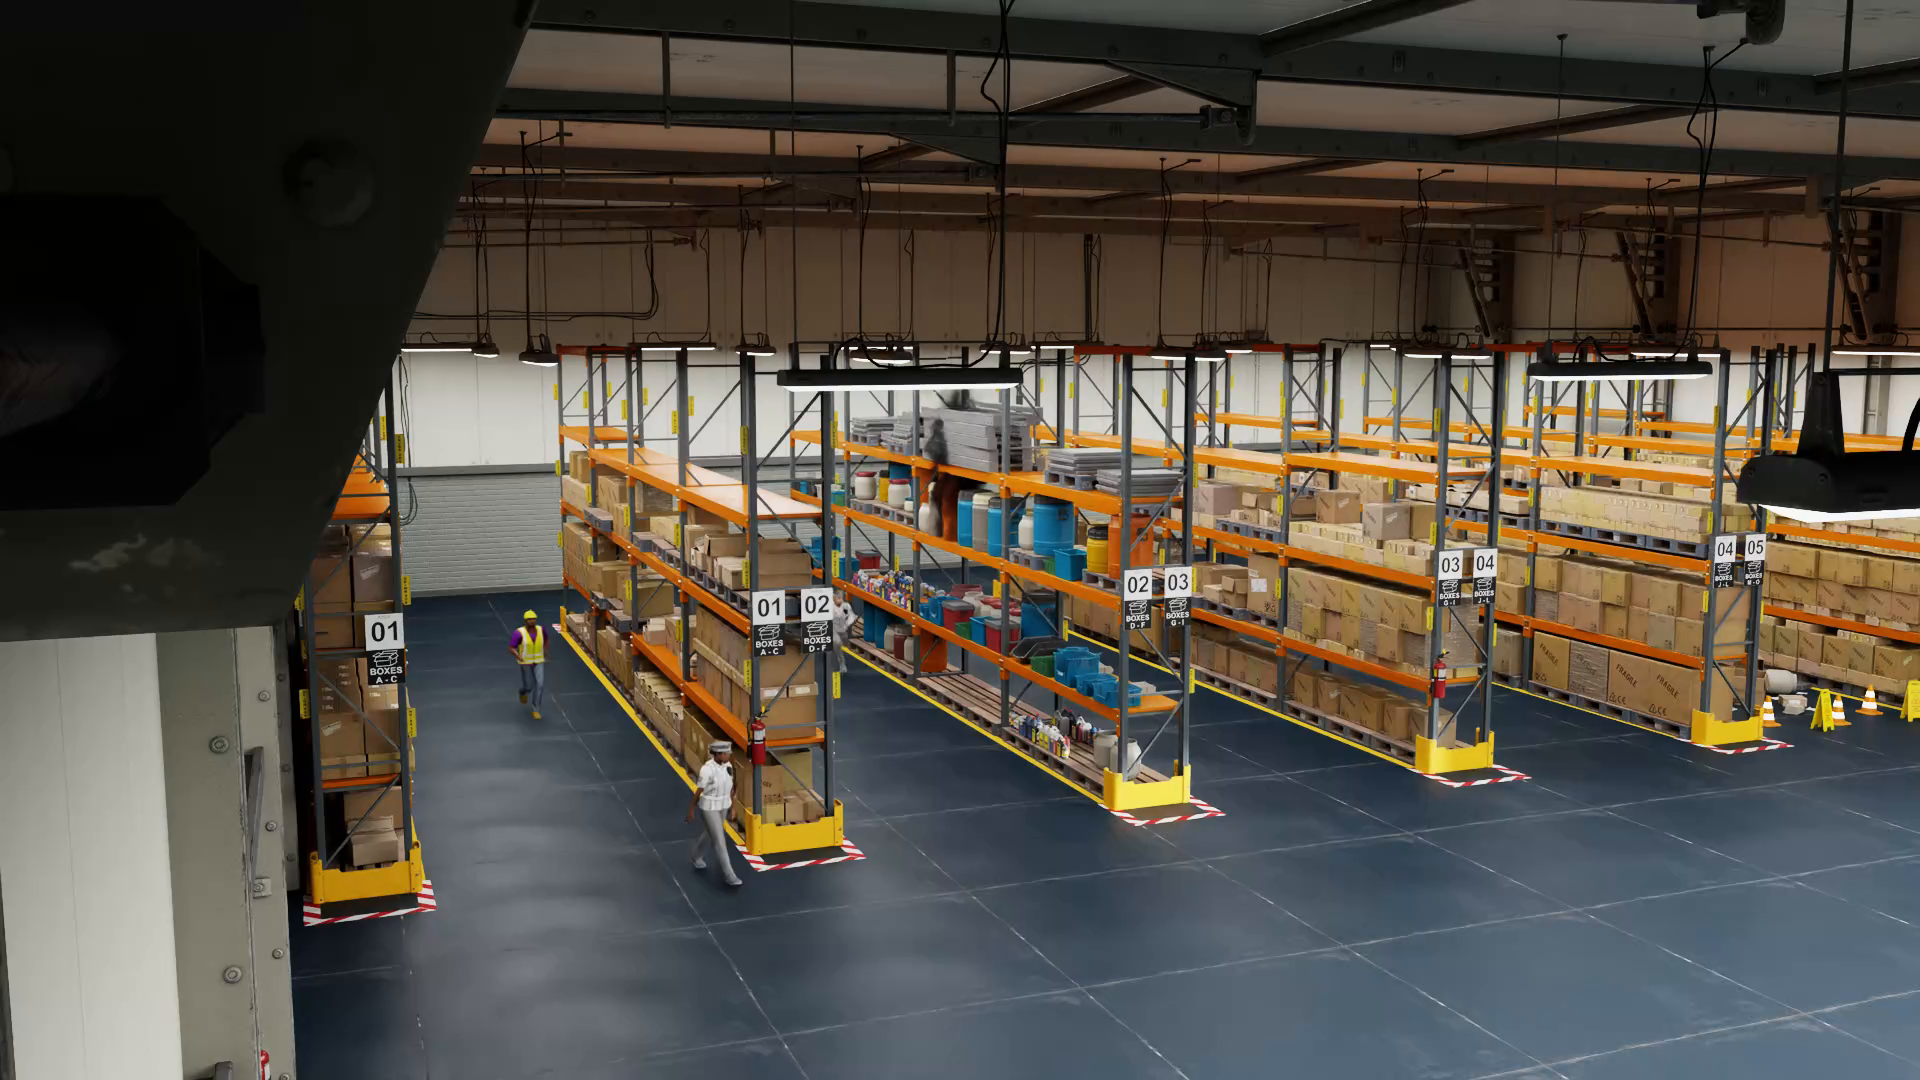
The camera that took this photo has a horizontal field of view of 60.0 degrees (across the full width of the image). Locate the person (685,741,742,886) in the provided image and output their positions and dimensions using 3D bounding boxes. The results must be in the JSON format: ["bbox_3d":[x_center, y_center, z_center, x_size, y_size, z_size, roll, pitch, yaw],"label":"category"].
[{"bbox_3d":[-2.804,3.095,19.178,1.057,1.572,0.541,5,9,36],"label":"person"}]

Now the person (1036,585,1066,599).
[{"bbox_3d":[1.762,1.414,32.665,0.539,1.595,0.936,-2,8,-18],"label":"person"}]

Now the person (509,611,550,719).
[{"bbox_3d":[-7.048,2.024,27.321,0.708,1.765,0.824,-4,8,-30],"label":"person"}]

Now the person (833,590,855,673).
[{"bbox_3d":[-2.235,1.640,30.113,0.619,1.561,1.040,-3,8,-23],"label":"person"}]
